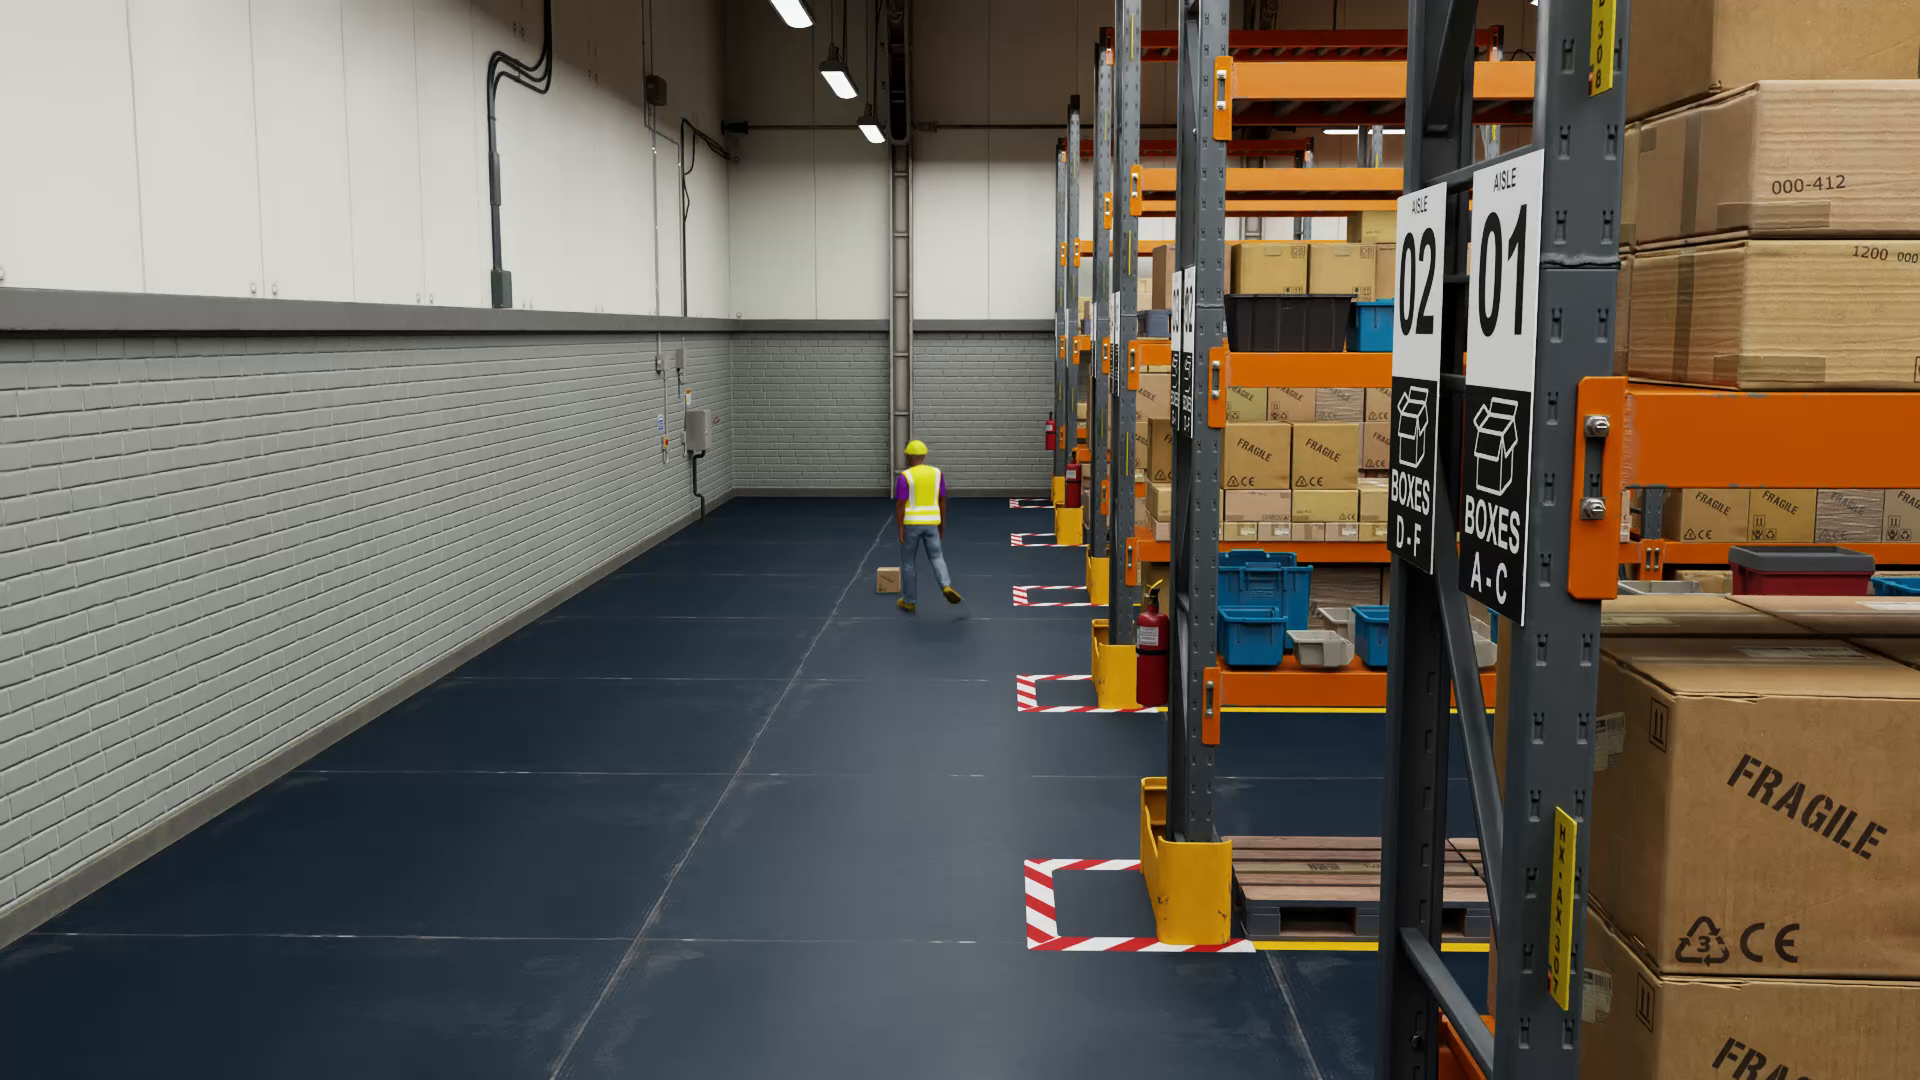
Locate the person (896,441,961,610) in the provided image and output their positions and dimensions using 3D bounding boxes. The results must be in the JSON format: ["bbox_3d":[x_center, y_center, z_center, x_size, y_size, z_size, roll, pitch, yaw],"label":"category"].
[{"bbox_3d":[-0.373,-0.141,17.191,0.593,1.760,0.804,-3,8,-25],"label":"person"}]
